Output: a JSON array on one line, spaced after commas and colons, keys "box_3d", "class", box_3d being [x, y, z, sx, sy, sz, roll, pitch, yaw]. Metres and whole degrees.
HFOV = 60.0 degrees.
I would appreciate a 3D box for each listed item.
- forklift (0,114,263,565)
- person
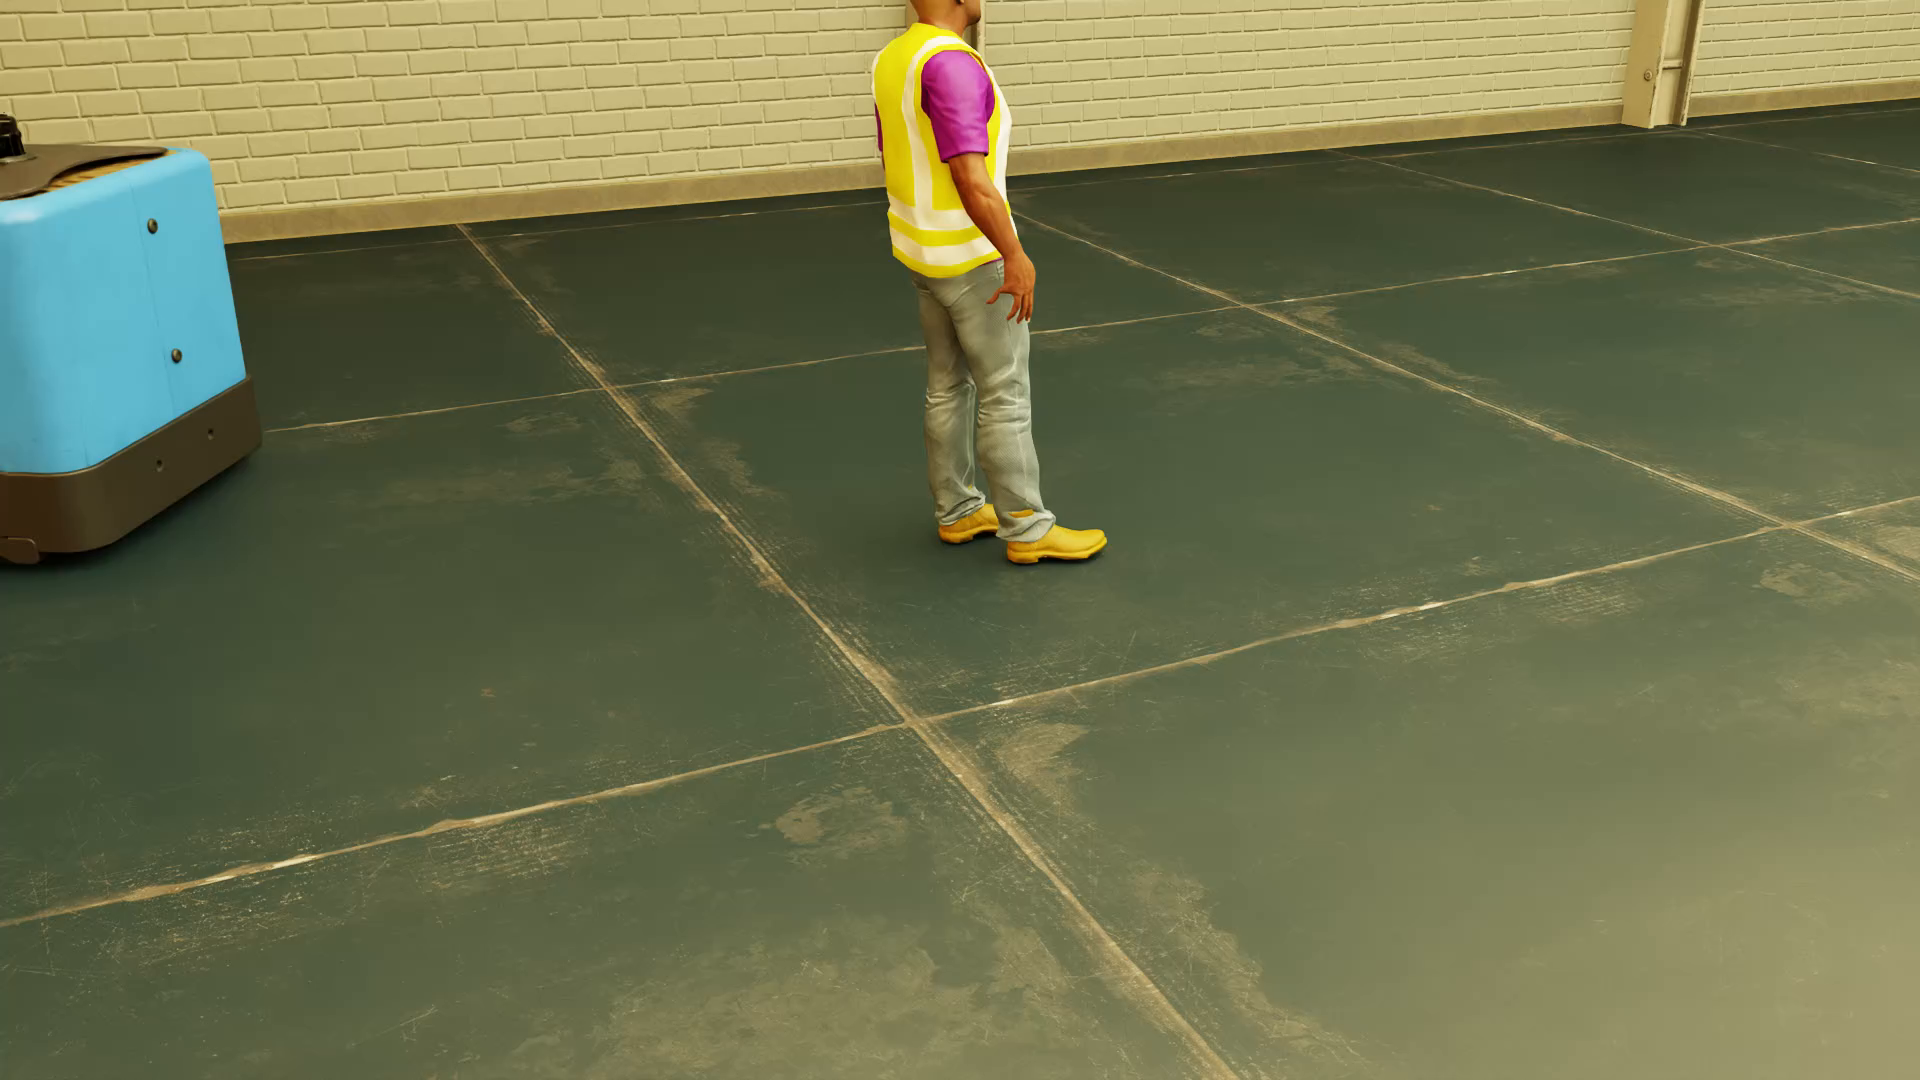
[{"box_3d": [-3.948, -1.510, 4.922, 3.031, 2.935, 1.130, 3, 23, 6], "class": "forklift"}, {"box_3d": [0.065, -0.832, 4.787, 0.577, 1.765, 0.666, -10, 25, -23], "class": "person"}]
